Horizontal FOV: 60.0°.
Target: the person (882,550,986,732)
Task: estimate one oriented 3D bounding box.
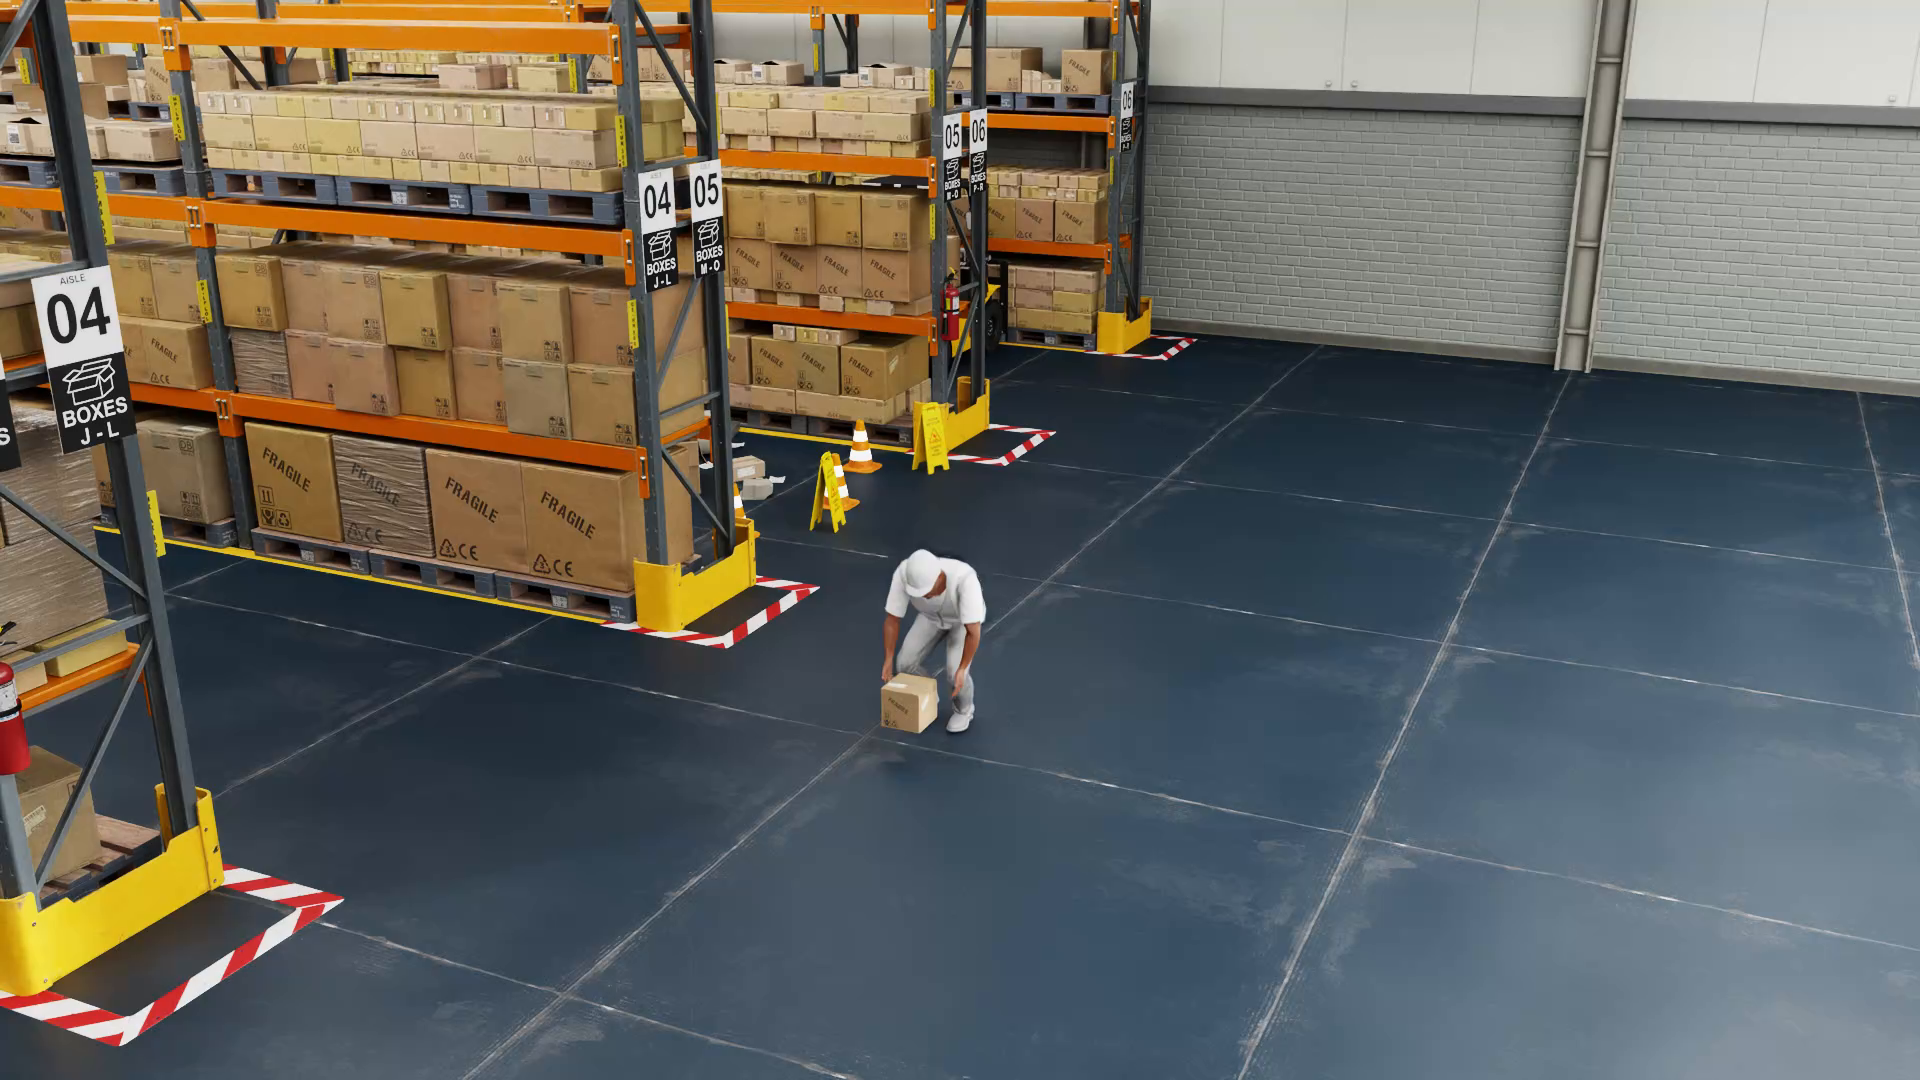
[{"bbox_3d":[-0.108,0.570,10.147,0.626,1.260,0.823,8,21,23],"label":"person"}]
